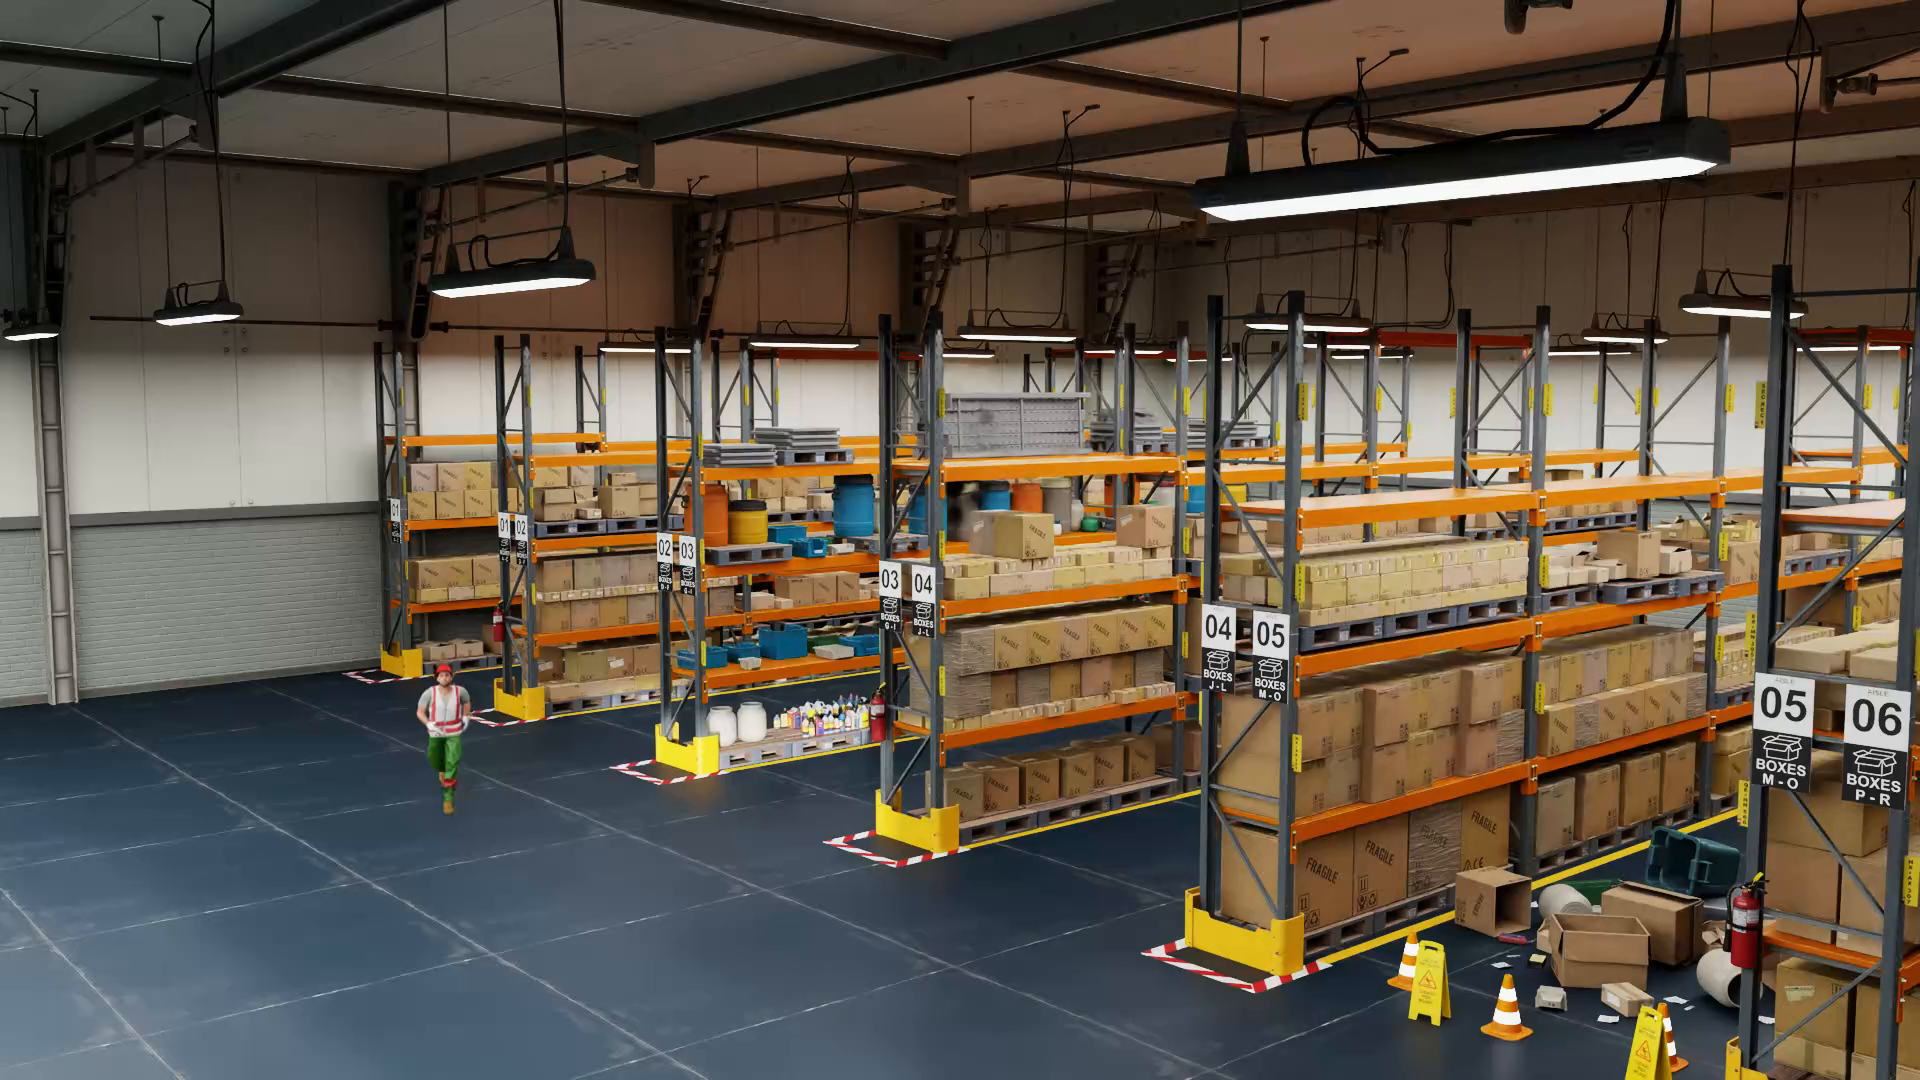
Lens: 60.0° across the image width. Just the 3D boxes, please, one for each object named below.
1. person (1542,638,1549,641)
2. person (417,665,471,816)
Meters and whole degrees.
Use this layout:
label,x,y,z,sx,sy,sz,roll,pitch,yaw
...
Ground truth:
label,x,y,z,sx,sy,sz,roll,pitch,yaw
person,8.053,2.224,22.967,0.711,1.725,0.636,5,7,42
person,-6.396,2.420,20.617,0.626,1.776,1.143,-1,5,-12
